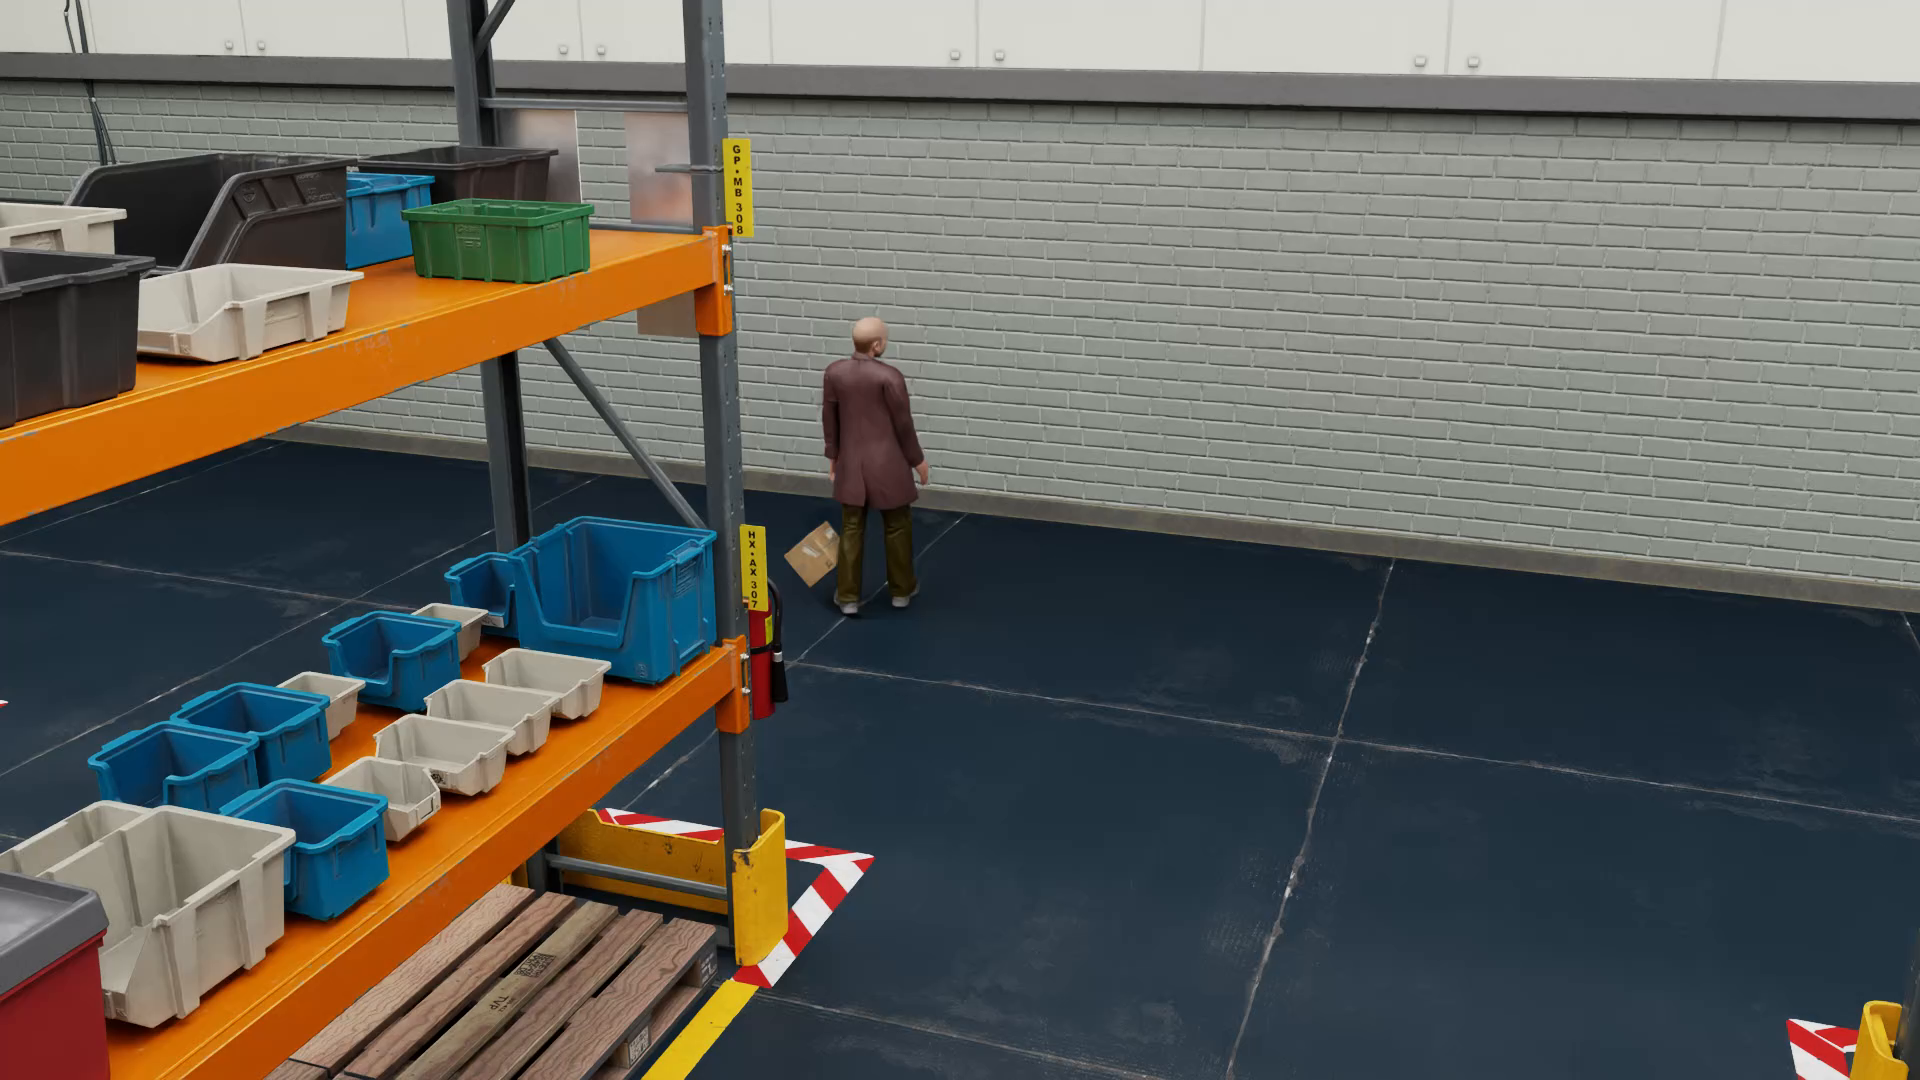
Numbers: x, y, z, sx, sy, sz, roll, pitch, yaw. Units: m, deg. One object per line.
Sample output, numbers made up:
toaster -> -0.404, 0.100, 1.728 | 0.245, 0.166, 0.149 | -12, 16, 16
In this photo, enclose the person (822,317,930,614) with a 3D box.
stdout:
person -> -0.486, -0.445, 9.899 | 0.632, 1.747, 0.602 | 8, 20, 22
